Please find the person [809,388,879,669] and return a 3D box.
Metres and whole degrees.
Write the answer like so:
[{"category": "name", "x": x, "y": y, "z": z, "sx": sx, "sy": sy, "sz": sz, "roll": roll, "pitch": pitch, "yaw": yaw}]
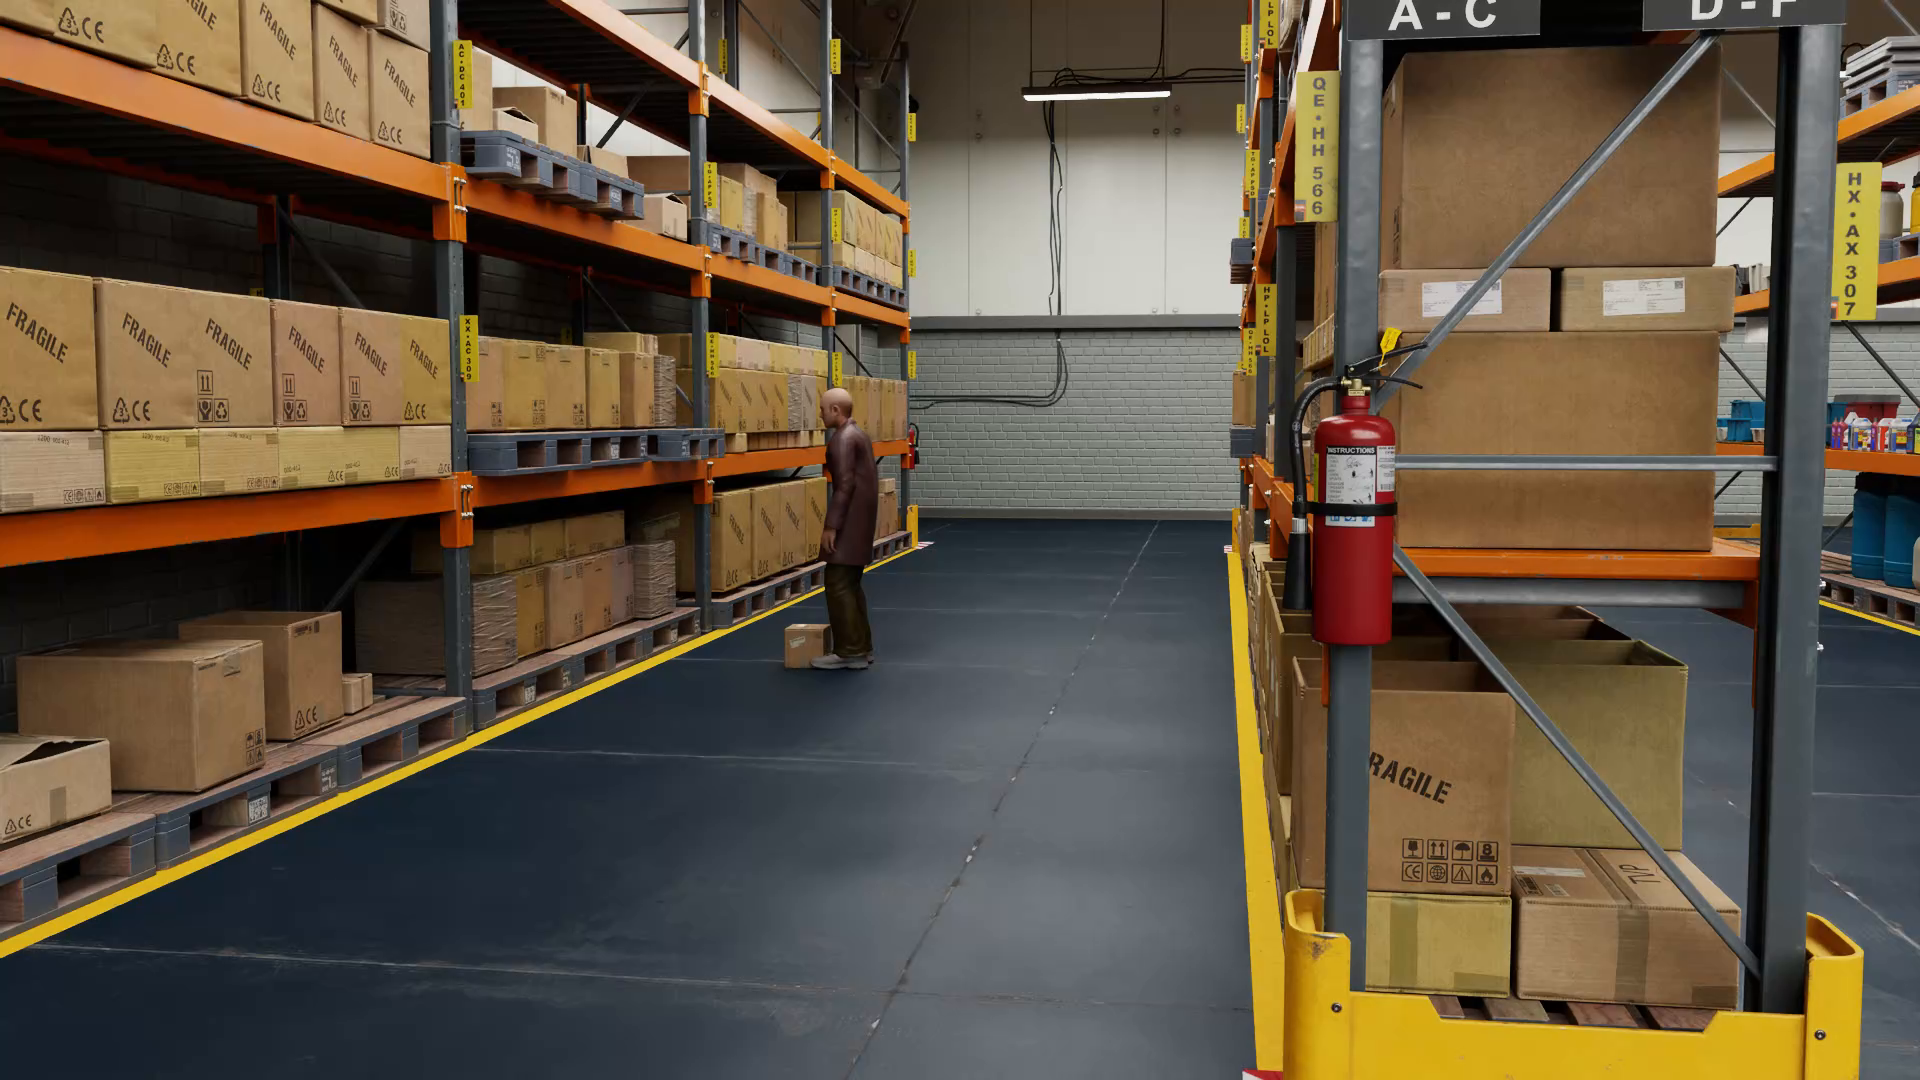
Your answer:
[{"category": "person", "x": -0.732, "y": -0.078, "z": 10.603, "sx": 0.426, "sy": 1.774, "sz": 0.644, "roll": 1, "pitch": 4, "yaw": 9}]
